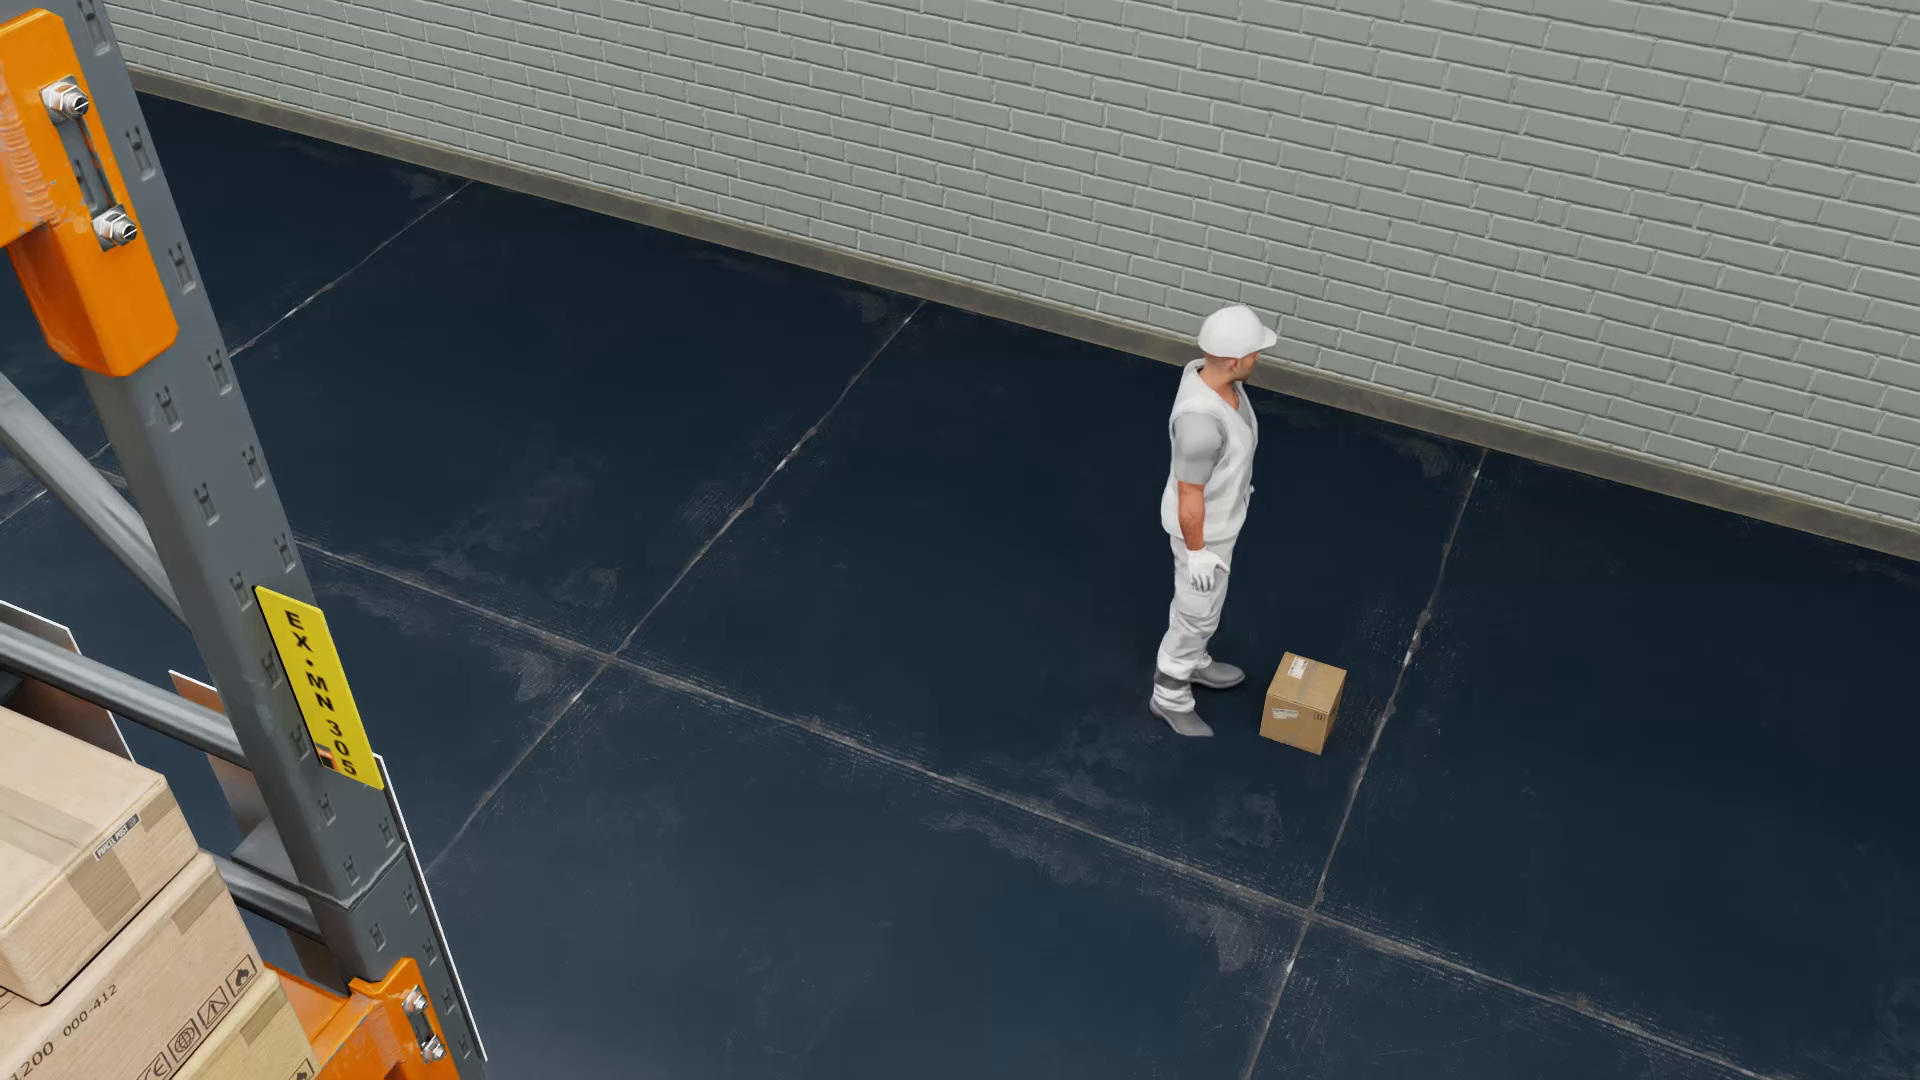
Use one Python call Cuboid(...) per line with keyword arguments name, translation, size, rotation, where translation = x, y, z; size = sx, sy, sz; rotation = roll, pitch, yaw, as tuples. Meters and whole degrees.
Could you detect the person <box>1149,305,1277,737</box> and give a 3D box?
Cuboid(name="person", translation=(0.954, -0.065, 6.233), size=(0.401, 1.849, 0.630), rotation=(12, 43, 13))
